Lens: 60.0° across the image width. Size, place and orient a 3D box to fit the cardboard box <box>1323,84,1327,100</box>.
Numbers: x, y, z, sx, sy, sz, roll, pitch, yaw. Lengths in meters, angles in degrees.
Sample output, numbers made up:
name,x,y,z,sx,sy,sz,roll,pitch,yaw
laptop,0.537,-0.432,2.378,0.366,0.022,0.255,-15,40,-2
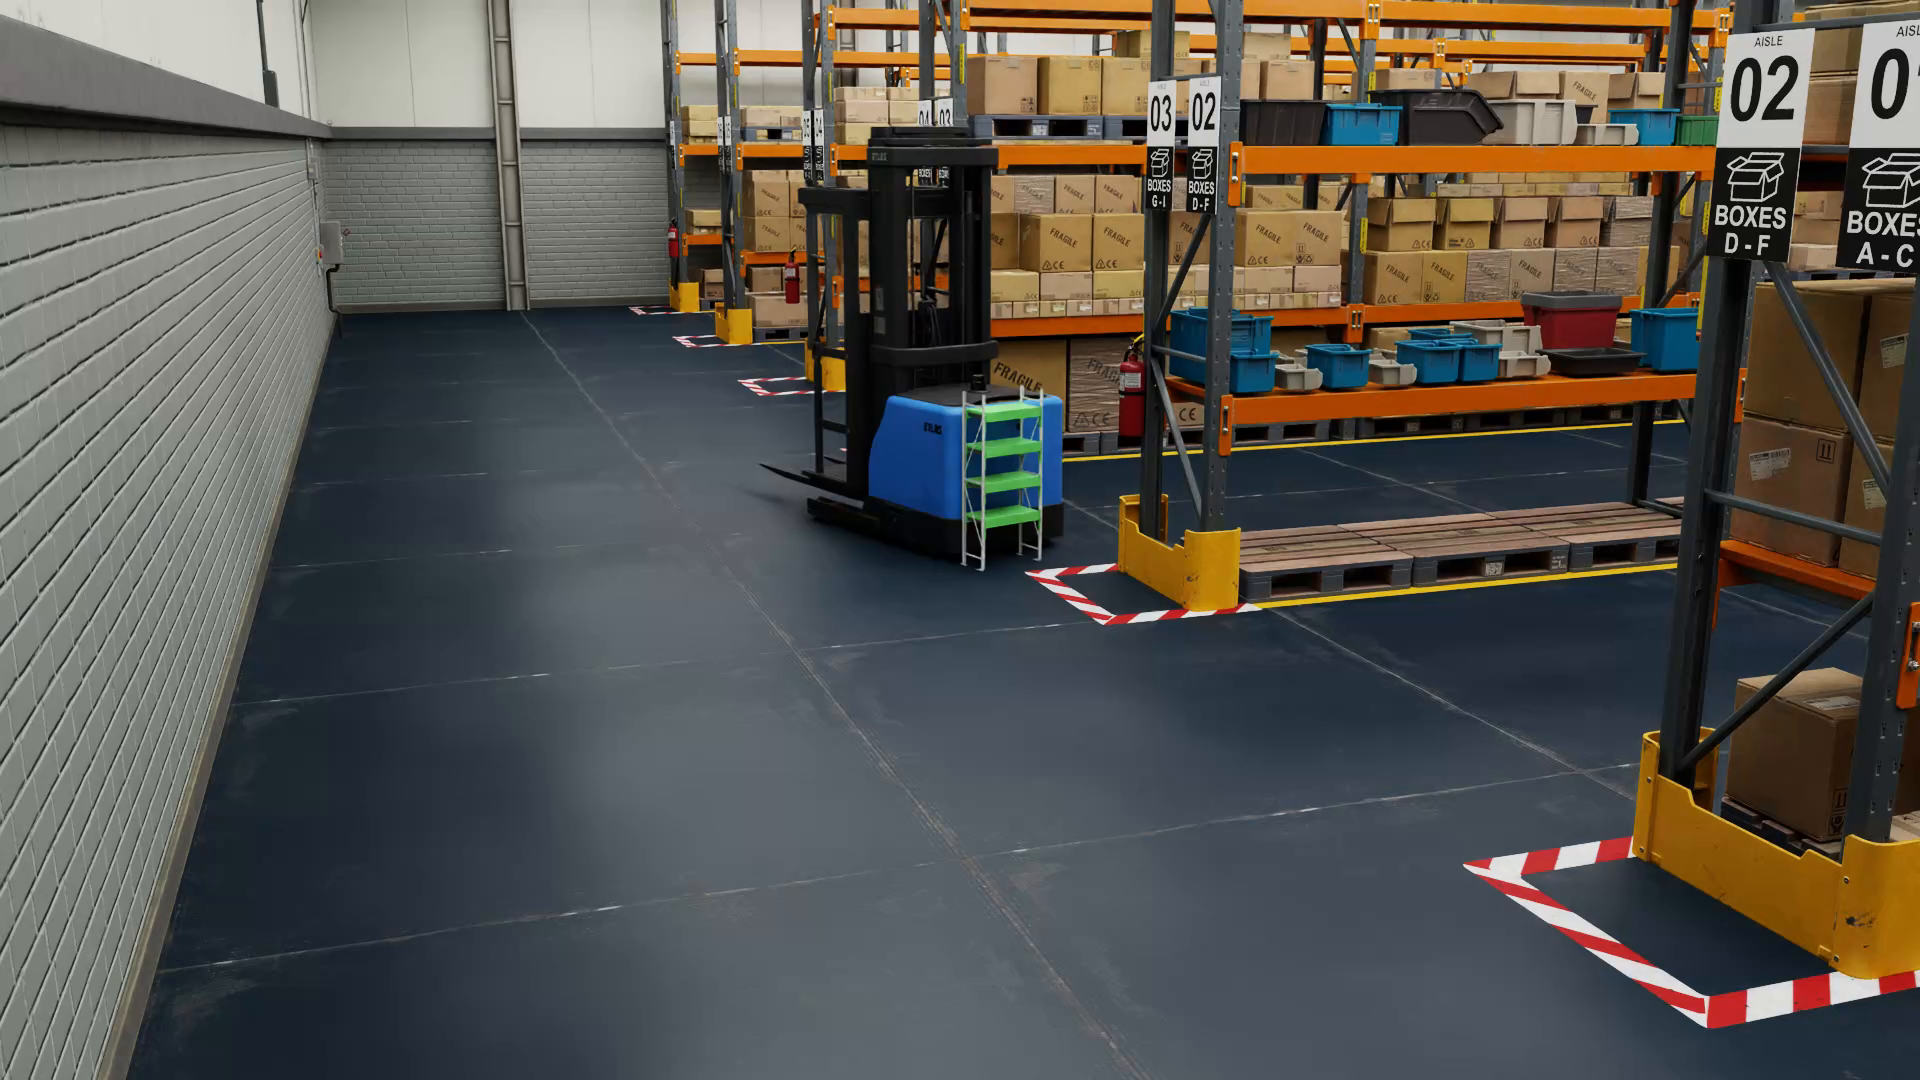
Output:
name,x,y,z,sx,sy,sz,roll,pitch,yaw
cardboard box,4.427,-5.623,20.946,0.258,0.266,0.396,-4,14,-18

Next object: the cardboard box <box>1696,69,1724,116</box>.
name,x,y,z,sx,sy,sz,roll,pitch,yaw
cardboard box,7.954,-4.563,17.064,0.500,0.500,0.500,-4,14,-18

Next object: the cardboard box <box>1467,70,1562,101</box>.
name,x,y,z,sx,sy,sz,roll,pitch,yaw
cardboard box,5.497,-4.392,16.511,0.637,0.503,0.797,-5,14,-19

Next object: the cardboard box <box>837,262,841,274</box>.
name,x,y,z,sx,sy,sz,roll,pitch,yaw
cardboard box,-1.423,-3.302,20.085,0.250,0.149,0.380,-4,14,-18

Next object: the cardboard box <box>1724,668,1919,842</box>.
name,x,y,z,sx,sy,sz,roll,pitch,yaw
cardboard box,3.437,0.838,6.589,0.500,0.500,0.500,-4,14,-18

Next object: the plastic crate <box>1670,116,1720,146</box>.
name,x,y,z,sx,sy,sz,roll,pitch,yaw
plastic crate,4.910,-2.710,11.031,0.662,0.188,0.450,-4,14,-18

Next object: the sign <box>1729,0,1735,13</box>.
name,x,y,z,sx,sy,sz,roll,pitch,yaw
sign,2.842,-2.083,6.023,0.005,0.325,0.100,-4,14,-18

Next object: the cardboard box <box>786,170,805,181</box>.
name,x,y,z,sx,sy,sz,roll,pitch,yaw
cardboard box,-2.383,-5.261,24.002,0.250,0.149,0.380,-4,14,-16

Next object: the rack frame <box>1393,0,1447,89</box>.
name,x,y,z,sx,sy,sz,roll,pitch,yaw
rack frame,5.940,-6.847,21.482,0.127,3.000,1.000,-4,14,-18

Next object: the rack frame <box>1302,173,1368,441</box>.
name,x,y,z,sx,sy,sz,roll,pitch,yaw
rack frame,3.635,-2.538,16.331,0.127,3.000,1.000,-4,14,-18

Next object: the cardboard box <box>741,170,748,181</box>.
name,x,y,z,sx,sy,sz,roll,pitch,yaw
cardboard box,-3.041,-5.337,24.321,0.250,0.149,0.380,-4,14,-17

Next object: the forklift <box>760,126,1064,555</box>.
name,x,y,z,sx,sy,sz,roll,pitch,yaw
forklift,-0.519,-1.607,12.565,1.130,2.935,3.031,-9,16,-35

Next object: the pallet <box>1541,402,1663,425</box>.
name,x,y,z,sx,sy,sz,roll,pitch,yaw
pallet,6.655,-1.435,17.719,1.213,0.211,1.003,-4,14,-18

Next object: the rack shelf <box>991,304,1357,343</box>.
name,x,y,z,sx,sy,sz,roll,pitch,yaw
rack shelf,1.739,-2.040,15.793,4.000,0.370,1.077,-4,14,-18

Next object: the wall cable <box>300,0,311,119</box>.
name,x,y,z,sx,sy,sz,roll,pitch,yaw
wall cable,-9.708,-7.650,24.778,0.133,3.039,2.988,-4,14,-18

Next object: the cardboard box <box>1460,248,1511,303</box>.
name,x,y,z,sx,sy,sz,roll,pitch,yaw
cardboard box,5.101,-2.640,16.543,0.500,0.500,0.500,-5,14,-19

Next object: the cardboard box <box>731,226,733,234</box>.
name,x,y,z,sx,sy,sz,roll,pitch,yaw
cardboard box,-4.040,-5.402,28.916,0.250,0.149,0.380,-5,14,-19

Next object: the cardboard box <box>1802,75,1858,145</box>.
name,x,y,z,sx,sy,sz,roll,pitch,yaw
cardboard box,3.403,-1.552,6.027,0.500,0.250,0.500,-4,14,-18

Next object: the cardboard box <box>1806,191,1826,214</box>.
name,x,y,z,sx,sy,sz,roll,pitch,yaw
cardboard box,12.092,-5.026,24.133,0.550,0.550,0.875,-4,14,-18

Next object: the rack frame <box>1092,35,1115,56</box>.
name,x,y,z,sx,sy,sz,roll,pitch,yaw
rack frame,2.679,-9.014,30.591,0.127,3.000,1.000,-4,14,-18

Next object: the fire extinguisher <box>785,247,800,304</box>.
name,x,y,z,sx,sy,sz,roll,pitch,yaw
fire extinguisher,-2.028,-3.202,20.094,0.183,0.674,0.296,-4,14,-18

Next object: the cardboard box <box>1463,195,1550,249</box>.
name,x,y,z,sx,sy,sz,roll,pitch,yaw
cardboard box,5.476,-3.221,16.819,0.637,0.503,0.797,-4,14,-16

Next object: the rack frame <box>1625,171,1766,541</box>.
name,x,y,z,sx,sy,sz,roll,pitch,yaw
rack frame,5.215,-1.452,11.764,0.127,3.000,1.000,-4,14,-18

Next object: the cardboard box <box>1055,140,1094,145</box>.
name,x,y,z,sx,sy,sz,roll,pitch,yaw
cardboard box,1.293,-4.890,20.060,0.500,0.250,0.500,-4,14,-18

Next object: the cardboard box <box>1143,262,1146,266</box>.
name,x,y,z,sx,sy,sz,roll,pitch,yaw
cardboard box,1.674,-2.523,15.948,0.500,0.250,0.500,-4,14,-18

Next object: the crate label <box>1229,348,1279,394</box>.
name,x,y,z,sx,sy,sz,roll,pitch,yaw
crate label,1.763,-1.050,10.308,0.303,0.233,0.416,-4,14,-18

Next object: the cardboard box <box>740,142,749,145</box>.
name,x,y,z,sx,sy,sz,roll,pitch,yaw
cardboard box,-3.769,-6.850,28.521,0.250,0.149,0.380,-4,14,-17

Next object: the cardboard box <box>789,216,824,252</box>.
name,x,y,z,sx,sy,sz,roll,pitch,yaw
cardboard box,-2.300,-4.481,24.282,0.500,0.500,0.500,-5,14,-19

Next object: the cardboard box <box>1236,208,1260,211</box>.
name,x,y,z,sx,sy,sz,roll,pitch,yaw
cardboard box,2.630,-2.961,16.168,0.500,0.500,0.500,-4,14,-18

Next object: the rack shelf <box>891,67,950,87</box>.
name,x,y,z,sx,sy,sz,roll,pitch,yaw
rack shelf,0.783,-8.321,30.100,4.000,0.370,1.077,-4,14,-18

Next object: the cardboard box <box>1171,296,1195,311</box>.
name,x,y,z,sx,sy,sz,roll,pitch,yaw
cardboard box,1.991,-2.208,15.486,0.250,0.149,0.380,-4,14,-17

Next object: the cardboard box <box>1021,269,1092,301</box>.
name,x,y,z,sx,sy,sz,roll,pitch,yaw
cardboard box,0.875,-2.331,15.140,0.500,0.250,0.500,-5,14,-19

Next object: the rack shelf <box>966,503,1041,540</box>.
name,x,y,z,sx,sy,sz,roll,pitch,yaw
rack shelf,0.289,-0.130,11.409,0.480,0.148,0.258,-9,16,-35

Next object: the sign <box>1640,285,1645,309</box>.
name,x,y,z,sx,sy,sz,roll,pitch,yaw
sign,5.041,-1.707,12.240,0.005,0.325,0.100,-4,14,-18

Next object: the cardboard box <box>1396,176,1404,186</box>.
name,x,y,z,sx,sy,sz,roll,pitch,yaw
cardboard box,7.042,-5.878,27.204,0.250,0.149,0.380,-5,14,-20

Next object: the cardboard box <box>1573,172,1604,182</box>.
name,x,y,z,sx,sy,sz,roll,pitch,yaw
cardboard box,10.500,-6.095,28.267,0.500,0.500,0.700,-5,14,-19

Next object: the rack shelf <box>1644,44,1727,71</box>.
name,x,y,z,sx,sy,sz,roll,pitch,yaw
rack shelf,11.627,-6.745,23.474,4.000,0.370,1.077,-4,14,-18

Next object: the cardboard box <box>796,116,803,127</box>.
name,x,y,z,sx,sy,sz,roll,pitch,yaw
cardboard box,-2.212,-6.036,23.975,0.250,0.149,0.380,-4,14,-16

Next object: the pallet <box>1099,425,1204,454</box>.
name,x,y,z,sx,sy,sz,roll,pitch,yaw
pallet,1.731,-1.052,16.108,1.213,0.211,1.003,-4,14,-18

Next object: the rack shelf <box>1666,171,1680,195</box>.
name,x,y,z,sx,sy,sz,roll,pitch,yaw
rack shelf,7.110,-2.709,12.121,4.000,0.370,1.077,-4,14,-18

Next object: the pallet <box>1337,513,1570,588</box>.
name,x,y,z,sx,sy,sz,roll,pitch,yaw
pallet,3.372,0.059,11.441,1.213,0.211,1.003,-4,14,-18

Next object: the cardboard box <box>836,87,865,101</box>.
name,x,y,z,sx,sy,sz,roll,pitch,yaw
cardboard box,-1.263,-5.136,19.151,0.250,0.149,0.380,-5,14,-19

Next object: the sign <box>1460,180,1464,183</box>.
name,x,y,z,sx,sy,sz,roll,pitch,yaw
sign,8.237,-5.744,27.306,0.005,0.325,0.100,-4,14,-18

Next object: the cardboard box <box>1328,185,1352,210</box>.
name,x,y,z,sx,sy,sz,roll,pitch,yaw
cardboard box,6.235,-5.503,27.028,0.500,0.500,0.500,-5,14,-20

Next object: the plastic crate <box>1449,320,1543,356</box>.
name,x,y,z,sx,sy,sz,roll,pitch,yaw
plastic crate,3.709,-1.351,11.467,0.530,0.282,0.437,-4,14,-18

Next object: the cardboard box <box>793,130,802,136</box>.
name,x,y,z,sx,sy,sz,roll,pitch,yaw
cardboard box,-2.949,-7.129,28.830,0.500,0.250,0.500,-5,14,-19

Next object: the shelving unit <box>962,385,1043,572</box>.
name,x,y,z,sx,sy,sz,roll,pitch,yaw
shelving unit,0.290,-0.425,11.338,0.503,1.200,0.258,-9,16,-35

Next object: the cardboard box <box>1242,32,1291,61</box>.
name,x,y,z,sx,sy,sz,roll,pitch,yaw
cardboard box,2.742,-4.596,15.539,0.500,0.250,0.500,-5,14,-22

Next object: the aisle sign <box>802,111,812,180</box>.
name,x,y,z,sx,sy,sz,roll,pitch,yaw
aisle sign,-1.807,-4.663,19.648,0.004,0.787,0.394,-4,14,-18

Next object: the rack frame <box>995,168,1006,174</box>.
name,x,y,z,sx,sy,sz,roll,pitch,yaw
rack frame,0.474,-4.712,25.468,0.127,3.000,1.000,-4,14,-18

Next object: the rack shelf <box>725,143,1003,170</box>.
name,x,y,z,sx,sy,sz,roll,pitch,yaw
rack shelf,-1.421,-5.673,24.584,4.000,0.370,1.077,-4,14,-18

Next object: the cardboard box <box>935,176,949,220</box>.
name,x,y,z,sx,sy,sz,roll,pitch,yaw
cardboard box,-0.156,-4.065,19.730,0.500,0.500,0.500,-5,14,-19
